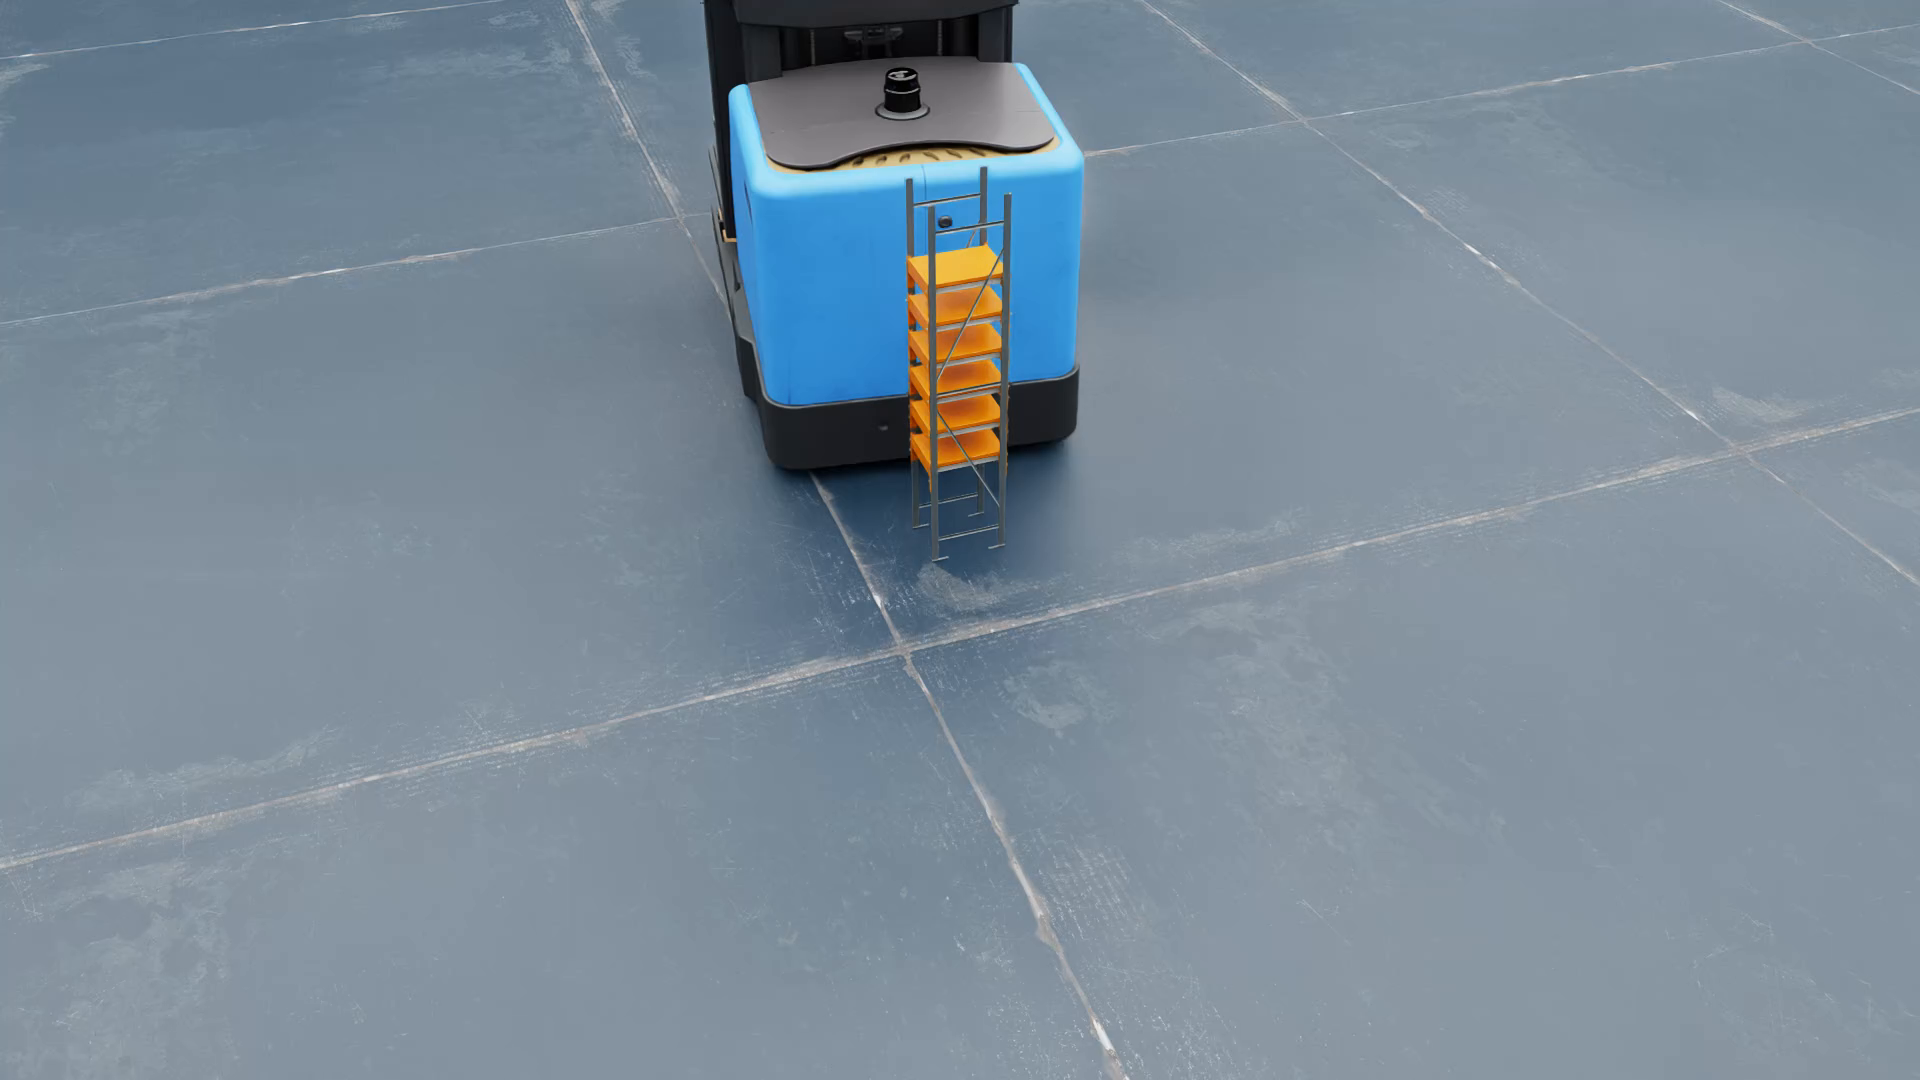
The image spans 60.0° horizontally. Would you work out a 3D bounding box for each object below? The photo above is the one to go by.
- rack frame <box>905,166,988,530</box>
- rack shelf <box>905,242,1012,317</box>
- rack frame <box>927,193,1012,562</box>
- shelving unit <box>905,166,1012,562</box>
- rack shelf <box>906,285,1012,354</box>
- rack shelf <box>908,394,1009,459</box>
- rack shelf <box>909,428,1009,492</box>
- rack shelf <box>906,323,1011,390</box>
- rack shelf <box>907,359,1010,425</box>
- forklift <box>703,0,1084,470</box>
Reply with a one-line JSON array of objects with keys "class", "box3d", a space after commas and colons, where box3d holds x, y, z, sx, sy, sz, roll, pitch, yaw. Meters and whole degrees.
[{"class": "rack frame", "box3d": [-0.036, -0.539, 4.968, 0.240, 1.200, 0.006, -12, 39, -16]}, {"class": "rack shelf", "box3d": [-0.005, -0.739, 4.710, 0.258, 0.103, 0.180, -12, 39, -16]}, {"class": "rack frame", "box3d": [0.026, -0.436, 4.831, 0.240, 1.200, 0.006, -12, 39, -16]}, {"class": "shelving unit", "box3d": [-0.005, -0.487, 4.900, 0.258, 1.200, 0.189, -12, 39, -16]}, {"class": "rack shelf", "box3d": [-0.005, -0.644, 4.782, 0.258, 0.103, 0.180, -12, 39, -16]}, {"class": "rack shelf", "box3d": [-0.005, -0.356, 4.999, 0.258, 0.103, 0.180, -12, 39, -16]}, {"class": "rack shelf", "box3d": [-0.005, -0.260, 5.071, 0.258, 0.103, 0.180, -12, 39, -16]}, {"class": "rack shelf", "box3d": [-0.005, -0.548, 4.854, 0.258, 0.103, 0.180, -12, 39, -16]}, {"class": "rack shelf", "box3d": [-0.005, -0.452, 4.927, 0.258, 0.103, 0.180, -12, 39, -16]}, {"class": "forklift", "box3d": [-0.404, -2.286, 5.849, 1.130, 2.935, 3.031, -7, 38, -9]}]
